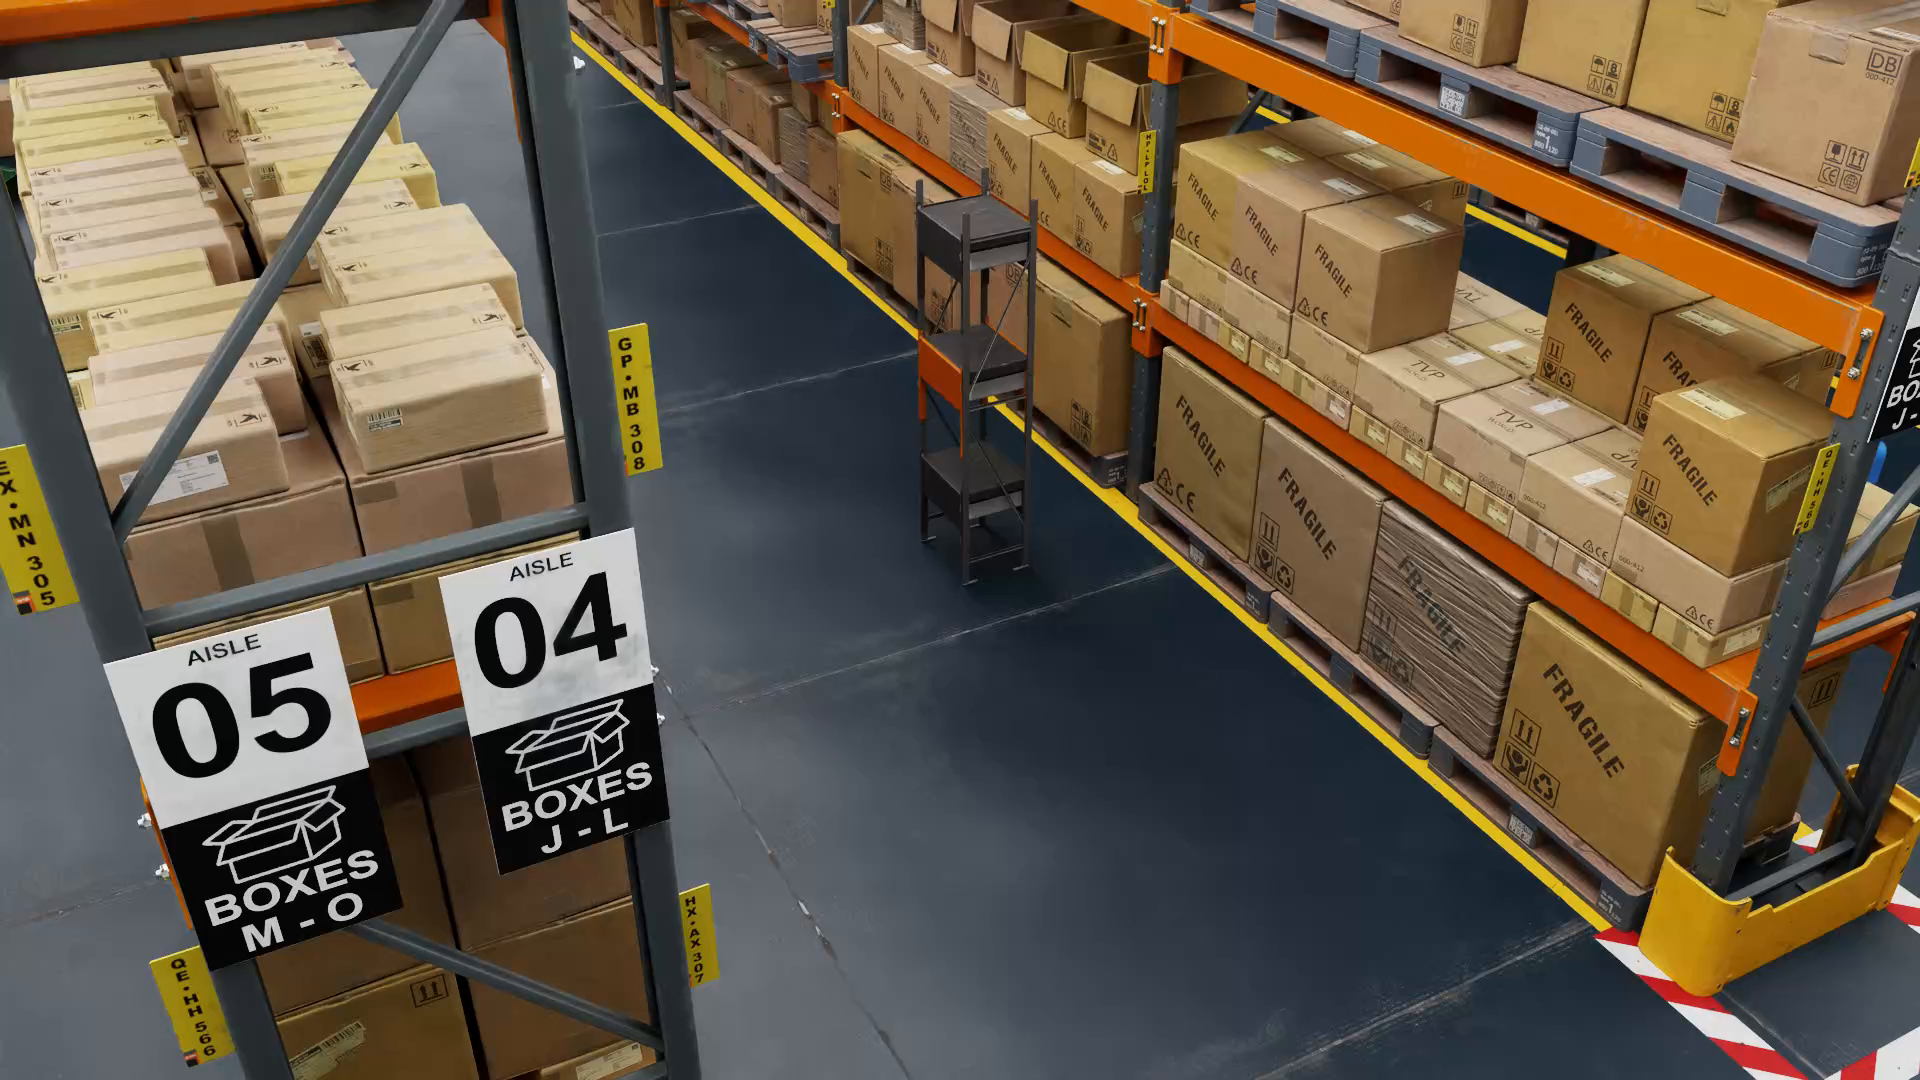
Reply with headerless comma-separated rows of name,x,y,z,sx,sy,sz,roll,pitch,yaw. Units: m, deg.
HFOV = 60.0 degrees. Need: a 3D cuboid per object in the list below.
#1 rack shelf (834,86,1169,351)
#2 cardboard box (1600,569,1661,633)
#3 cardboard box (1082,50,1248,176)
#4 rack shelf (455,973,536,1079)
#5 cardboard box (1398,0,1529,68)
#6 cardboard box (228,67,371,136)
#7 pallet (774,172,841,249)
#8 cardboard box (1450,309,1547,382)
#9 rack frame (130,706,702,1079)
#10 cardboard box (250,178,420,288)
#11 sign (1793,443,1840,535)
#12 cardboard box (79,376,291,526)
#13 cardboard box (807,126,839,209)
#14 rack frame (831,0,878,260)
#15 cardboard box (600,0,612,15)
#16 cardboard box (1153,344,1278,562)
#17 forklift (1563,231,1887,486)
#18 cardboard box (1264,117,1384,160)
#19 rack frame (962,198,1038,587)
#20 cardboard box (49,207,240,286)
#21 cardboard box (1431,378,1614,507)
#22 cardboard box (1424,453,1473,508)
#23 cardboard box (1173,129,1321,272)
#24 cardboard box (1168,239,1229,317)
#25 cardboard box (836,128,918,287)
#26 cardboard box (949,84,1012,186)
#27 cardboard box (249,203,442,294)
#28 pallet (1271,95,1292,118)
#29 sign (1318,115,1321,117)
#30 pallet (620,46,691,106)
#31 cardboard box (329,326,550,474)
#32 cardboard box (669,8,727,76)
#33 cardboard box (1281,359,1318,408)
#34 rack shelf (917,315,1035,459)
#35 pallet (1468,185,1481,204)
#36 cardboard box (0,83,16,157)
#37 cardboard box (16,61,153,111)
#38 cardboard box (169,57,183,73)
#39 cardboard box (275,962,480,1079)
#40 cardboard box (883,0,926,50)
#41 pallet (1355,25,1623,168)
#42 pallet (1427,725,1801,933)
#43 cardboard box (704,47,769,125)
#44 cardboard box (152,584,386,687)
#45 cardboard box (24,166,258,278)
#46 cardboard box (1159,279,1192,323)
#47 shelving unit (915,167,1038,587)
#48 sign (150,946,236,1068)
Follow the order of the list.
rack shelf,0.499,-2.268,10.695,1.077,0.370,4.000,-16,36,-23
cardboard box,2.717,0.188,6.428,0.380,0.149,0.250,-15,36,-23
cardboard box,1.127,-2.384,9.186,0.797,0.503,0.637,-17,36,-24
rack shelf,-2.071,0.840,5.843,1.077,0.370,4.000,-16,36,-23
cardboard box,2.215,-2.239,6.628,0.700,0.500,0.500,-14,35,-21
cardboard box,-1.990,-1.304,5.049,0.380,0.149,0.250,-16,36,-23
pallet,-0.796,-2.724,13.325,1.003,0.211,1.213,-16,36,-23
cardboard box,2.584,-0.801,7.602,0.500,0.250,0.500,-17,36,-24
rack frame,-1.138,1.492,4.159,1.000,3.000,0.127,-16,36,-23
cardboard box,-1.579,-0.785,4.238,0.380,0.149,0.250,-15,36,-22
sign,2.810,-0.165,5.452,0.100,0.325,0.005,-16,36,-23
cardboard box,-1.553,-0.171,3.280,0.380,0.149,0.250,-16,36,-24
cardboard box,-0.763,-2.973,13.037,0.700,0.500,0.500,-18,37,-26
rack frame,-0.433,-3.525,11.990,1.000,3.000,0.127,-16,36,-23
cardboard box,-3.578,-5.888,17.607,0.500,0.500,0.500,-7,33,-11
cardboard box,1.669,-0.563,8.948,0.875,0.875,0.875,-16,36,-23
forklift,3.298,-1.343,8.649,1.130,2.935,3.031,-18,37,-26
cardboard box,1.883,-1.842,8.531,0.500,0.500,0.500,-15,36,-22
rack frame,0.191,-0.689,8.397,0.400,2.100,0.015,-16,36,-23
cardboard box,-1.986,-0.671,4.060,0.380,0.149,0.250,-17,36,-24
cardboard box,2.362,-0.419,7.005,0.500,0.250,0.500,-17,36,-25
cardboard box,2.240,-0.299,7.188,0.380,0.149,0.250,-16,36,-23
cardboard box,1.429,-1.701,8.312,0.500,0.500,0.500,-16,36,-23
cardboard box,1.419,-1.388,8.518,0.500,0.250,0.500,-17,36,-24
cardboard box,-0.130,-2.473,11.928,1.225,0.875,0.875,-18,37,-25
cardboard box,0.268,-2.539,10.358,0.500,0.500,0.500,-16,36,-23
cardboard box,-1.582,-0.686,4.454,0.500,0.250,0.500,-15,36,-23
pallet,3.621,-3.976,15.279,1.003,0.211,1.213,-16,36,-23
sign,1.922,-2.154,8.975,0.100,0.325,0.005,-16,36,-23
pallet,-2.643,-4.572,16.209,1.003,0.211,1.213,-16,36,-23
cardboard box,-1.088,-0.298,3.479,0.380,0.149,0.250,-16,36,-24
cardboard box,-2.449,-4.759,15.845,0.500,0.500,0.500,-17,36,-25
cardboard box,1.765,-0.788,7.950,0.380,0.149,0.250,-16,36,-24
rack shelf,0.077,-0.794,8.586,0.431,0.518,0.480,-16,36,-23
pallet,4.353,-3.231,14.116,1.003,0.211,1.213,-16,36,-23
cardboard box,-8.365,-3.666,14.525,0.500,0.500,0.500,-10,34,-15
cardboard box,-2.737,-1.416,5.224,0.380,0.149,0.250,-17,36,-24
cardboard box,-2.563,-1.671,5.991,0.500,0.250,0.500,-18,37,-25
cardboard box,-1.576,1.175,4.286,0.500,0.500,0.500,-15,36,-22
cardboard box,-0.107,-3.637,11.142,0.797,0.503,0.637,-15,35,-22
pallet,2.369,-1.867,6.704,1.003,0.211,1.213,-16,36,-23
pallet,2.855,1.105,7.348,1.003,0.211,1.213,-16,36,-23
cardboard box,-1.825,-4.036,14.697,0.700,0.500,0.500,-16,36,-23
cardboard box,-1.584,0.142,3.626,0.500,0.250,0.500,-17,36,-24
cardboard box,-2.279,-0.807,4.642,0.500,0.250,0.500,-18,37,-25
cardboard box,1.275,-1.286,8.728,0.380,0.149,0.250,-16,36,-23
shelving unit,0.077,-0.805,8.579,0.431,2.100,0.503,-16,36,-23
sign,-1.639,1.001,3.559,0.100,0.325,0.005,-16,36,-23
